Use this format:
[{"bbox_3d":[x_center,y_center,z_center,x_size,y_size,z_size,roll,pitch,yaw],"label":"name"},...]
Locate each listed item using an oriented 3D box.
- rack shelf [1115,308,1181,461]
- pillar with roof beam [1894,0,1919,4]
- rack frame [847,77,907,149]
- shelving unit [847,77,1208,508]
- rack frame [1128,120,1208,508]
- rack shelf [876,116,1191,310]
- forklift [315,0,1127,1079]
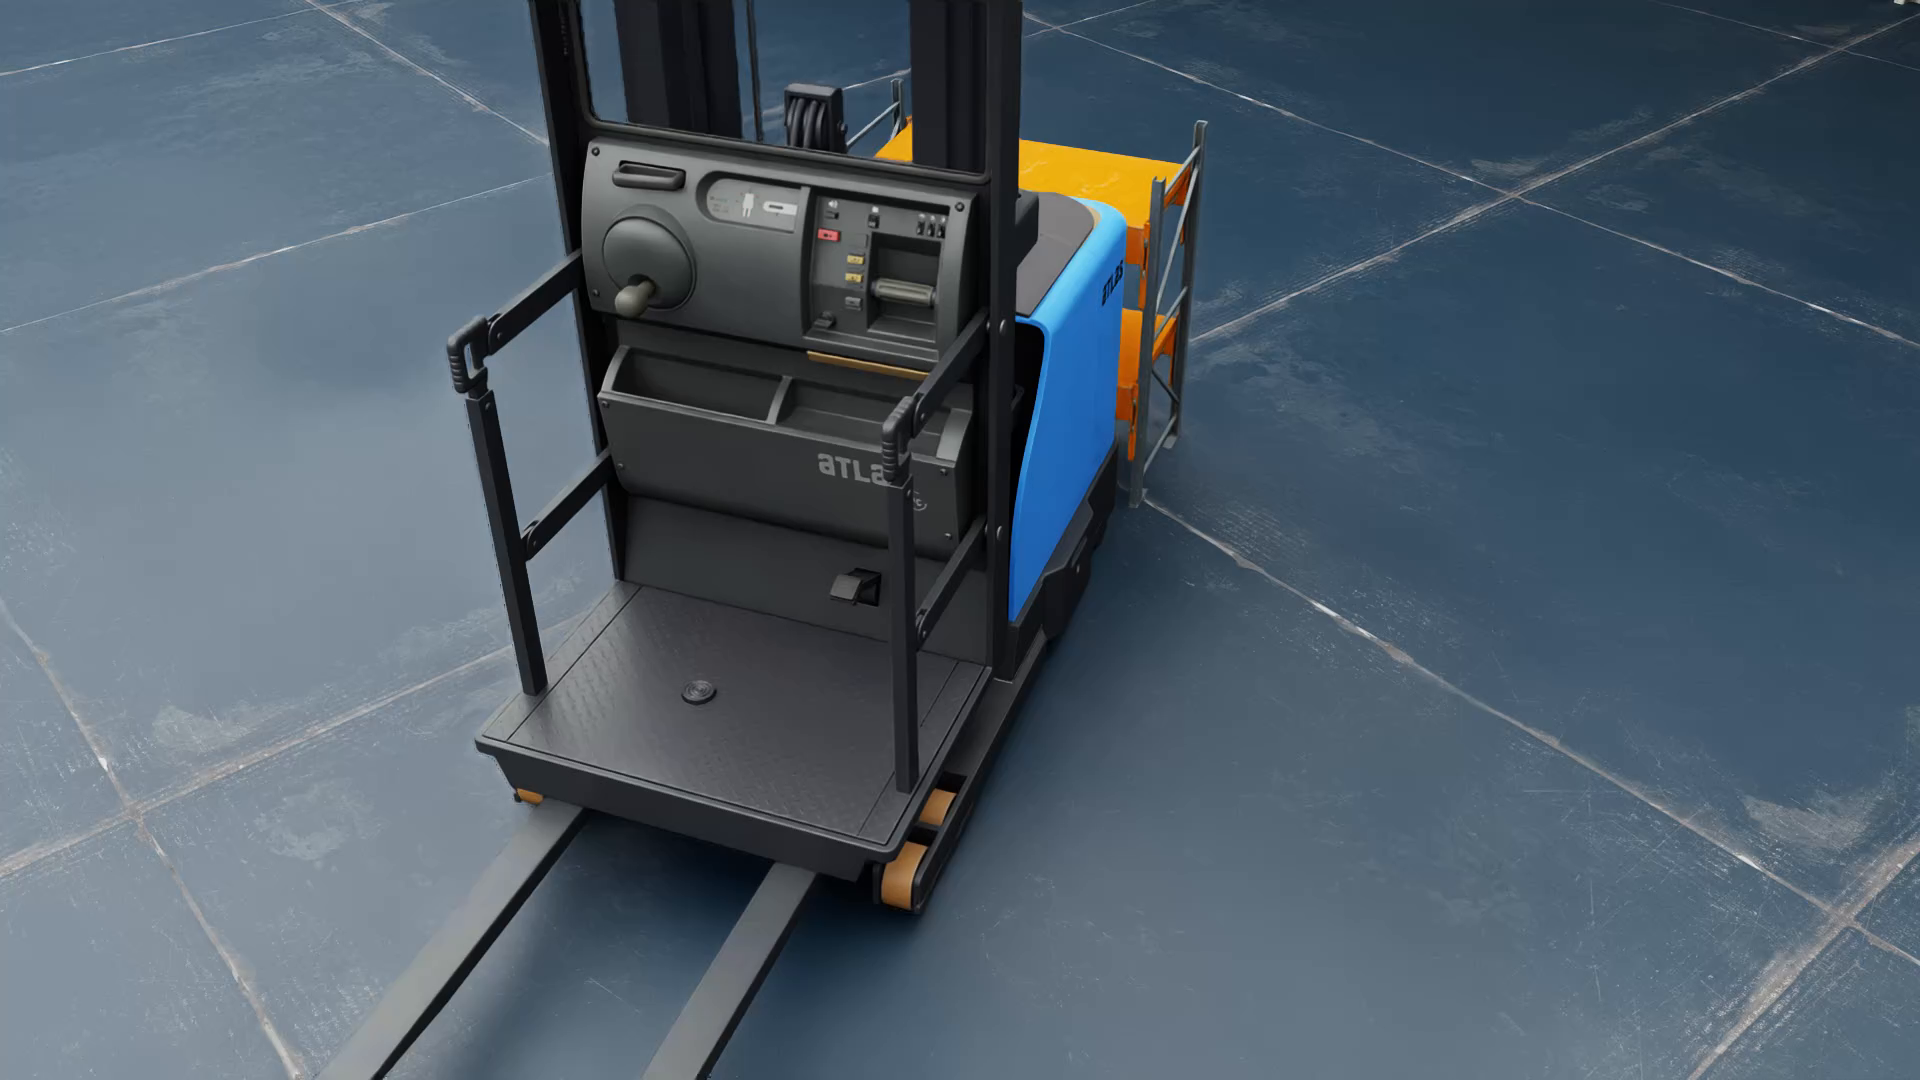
[{"bbox_3d":[0.185,-0.611,5.563,1.000,0.278,0.538,13,37,18],"label":"rack shelf"},{"bbox_3d":[2.381,-5.163,4.754,9.100,9.000,0.400,-26,43,-32],"label":"pillar with roof beam"},{"bbox_3d":[-0.286,-0.922,5.578,0.032,1.125,0.500,13,37,18],"label":"rack frame"},{"bbox_3d":[0.185,-0.811,5.421,1.048,1.125,0.538,13,37,18],"label":"shelving unit"},{"bbox_3d":[0.656,-0.700,5.265,0.032,1.125,0.500,13,37,18],"label":"rack frame"},{"bbox_3d":[0.185,-1.050,5.252,1.000,0.278,0.538,13,37,18],"label":"rack shelf"},{"bbox_3d":[-0.494,-0.580,3.533,1.130,2.935,3.031,12,37,16],"label":"forklift"}]
